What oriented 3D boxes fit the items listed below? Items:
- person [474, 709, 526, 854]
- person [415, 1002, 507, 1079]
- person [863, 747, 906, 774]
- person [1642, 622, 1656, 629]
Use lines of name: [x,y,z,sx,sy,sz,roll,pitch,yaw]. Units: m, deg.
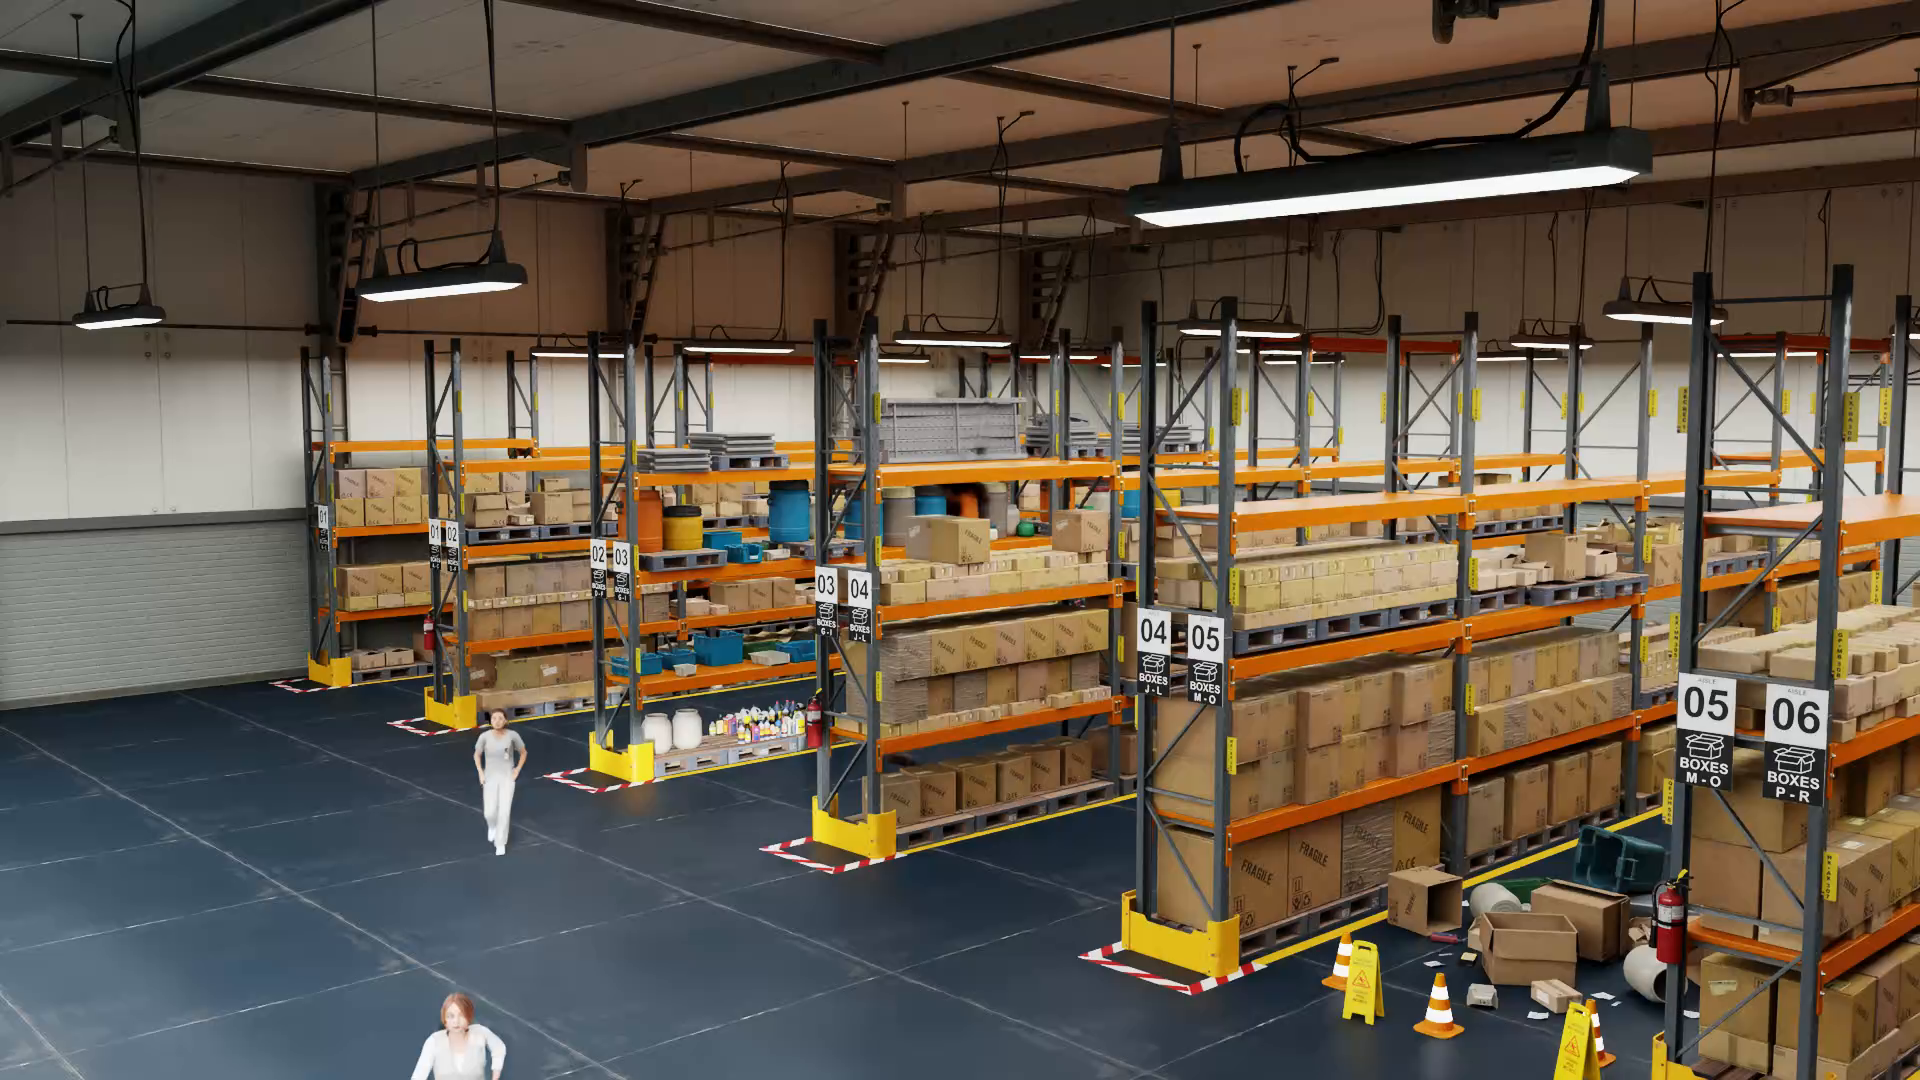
person: [-5.155,2.711,18.648,0.576,1.638,0.549,-1,5,-13]
person: [-2.961,3.498,9.837,0.545,1.592,0.885,-1,5,-14]
person: [-1.014,2.421,21.710,0.659,1.673,0.614,4,6,39]
person: [10.574,2.099,25.408,0.673,1.708,0.661,-4,7,-41]
